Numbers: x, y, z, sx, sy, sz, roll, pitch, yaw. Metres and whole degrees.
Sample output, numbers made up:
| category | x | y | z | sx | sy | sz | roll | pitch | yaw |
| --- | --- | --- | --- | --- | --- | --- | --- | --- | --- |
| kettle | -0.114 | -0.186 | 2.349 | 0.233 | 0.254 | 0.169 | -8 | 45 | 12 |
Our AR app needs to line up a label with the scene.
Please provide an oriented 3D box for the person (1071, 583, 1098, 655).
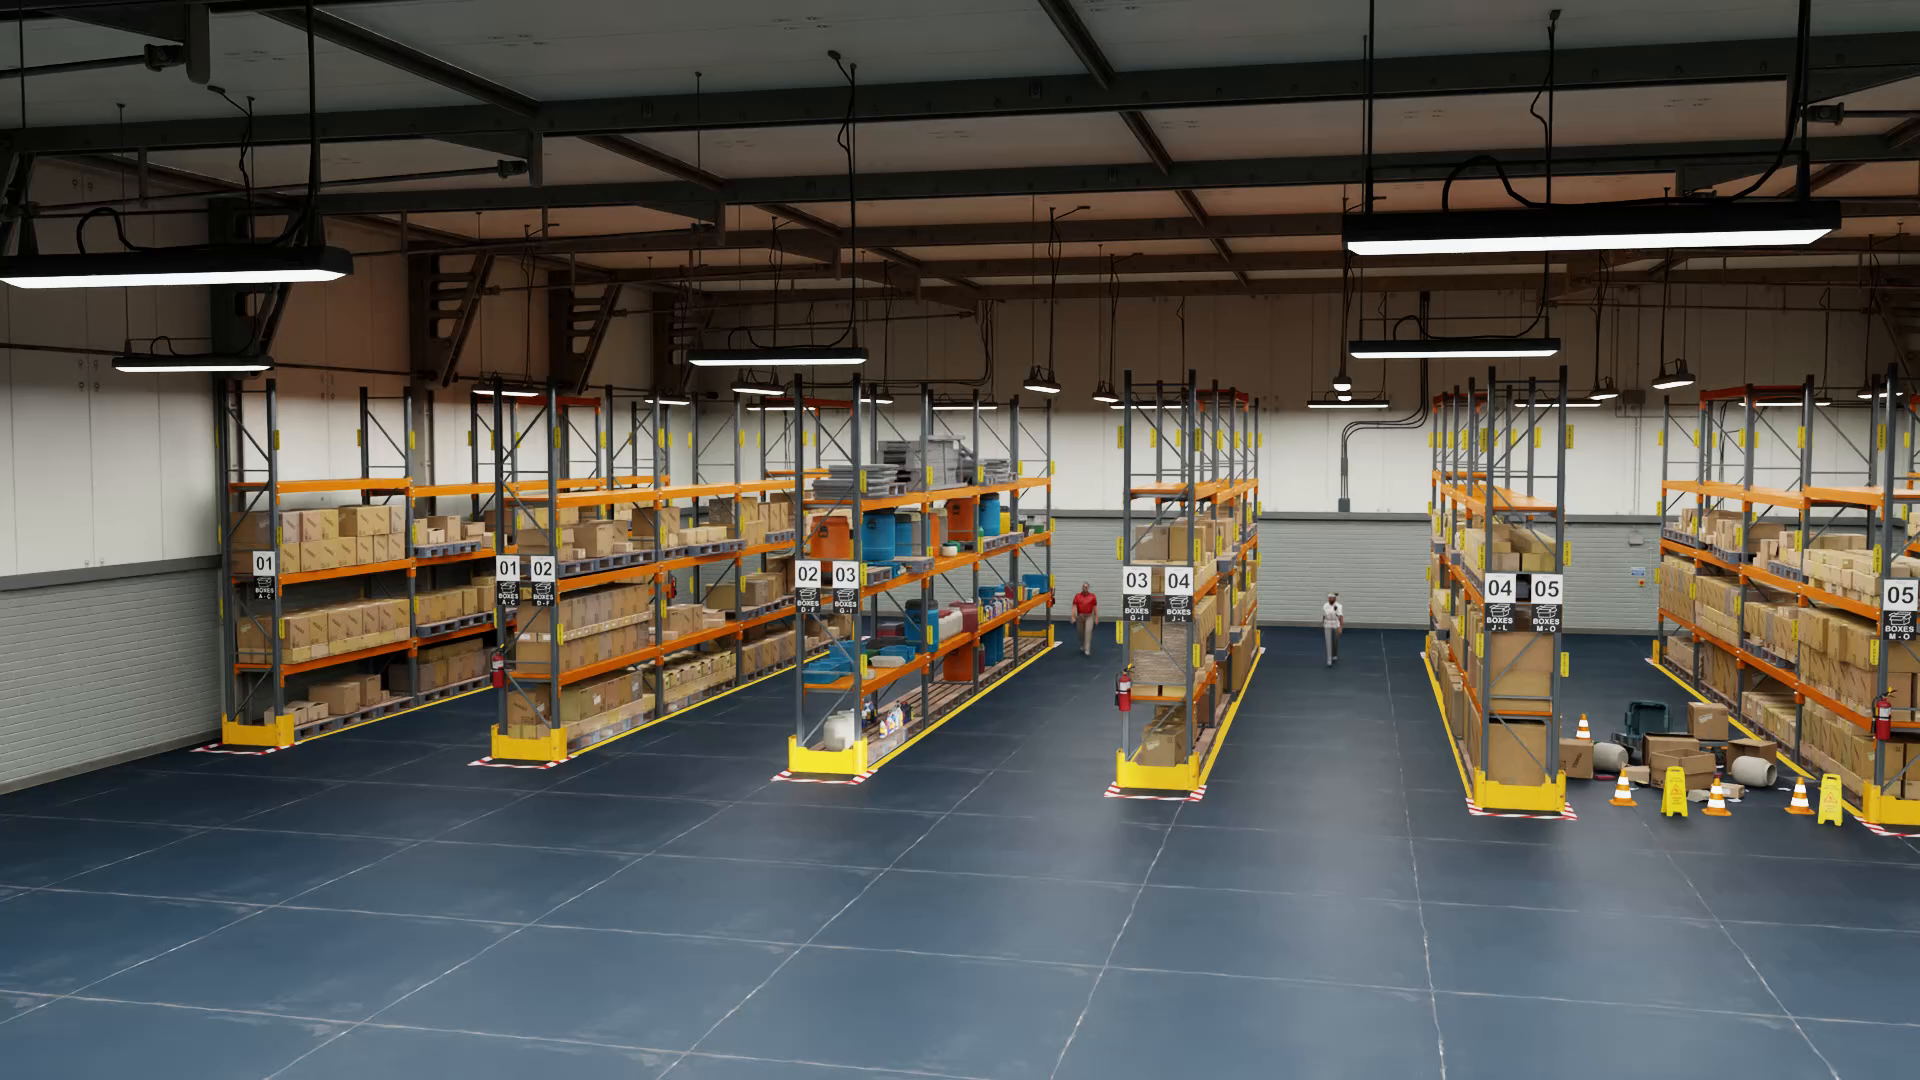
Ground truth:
| category | x | y | z | sx | sy | sz | roll | pitch | yaw |
| --- | --- | --- | --- | --- | --- | --- | --- | --- | --- |
| person | 2.912 | 1.829 | 38.818 | 0.597 | 1.663 | 1.099 | 1 | 3 | 10 |

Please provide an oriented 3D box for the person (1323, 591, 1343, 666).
| category | x | y | z | sx | sy | sz | roll | pitch | yaw |
| --- | --- | --- | --- | --- | --- | --- | --- | --- | --- |
| person | 8.316 | 1.944 | 37.077 | 0.441 | 1.627 | 1.033 | 1 | 3 | 12 |
